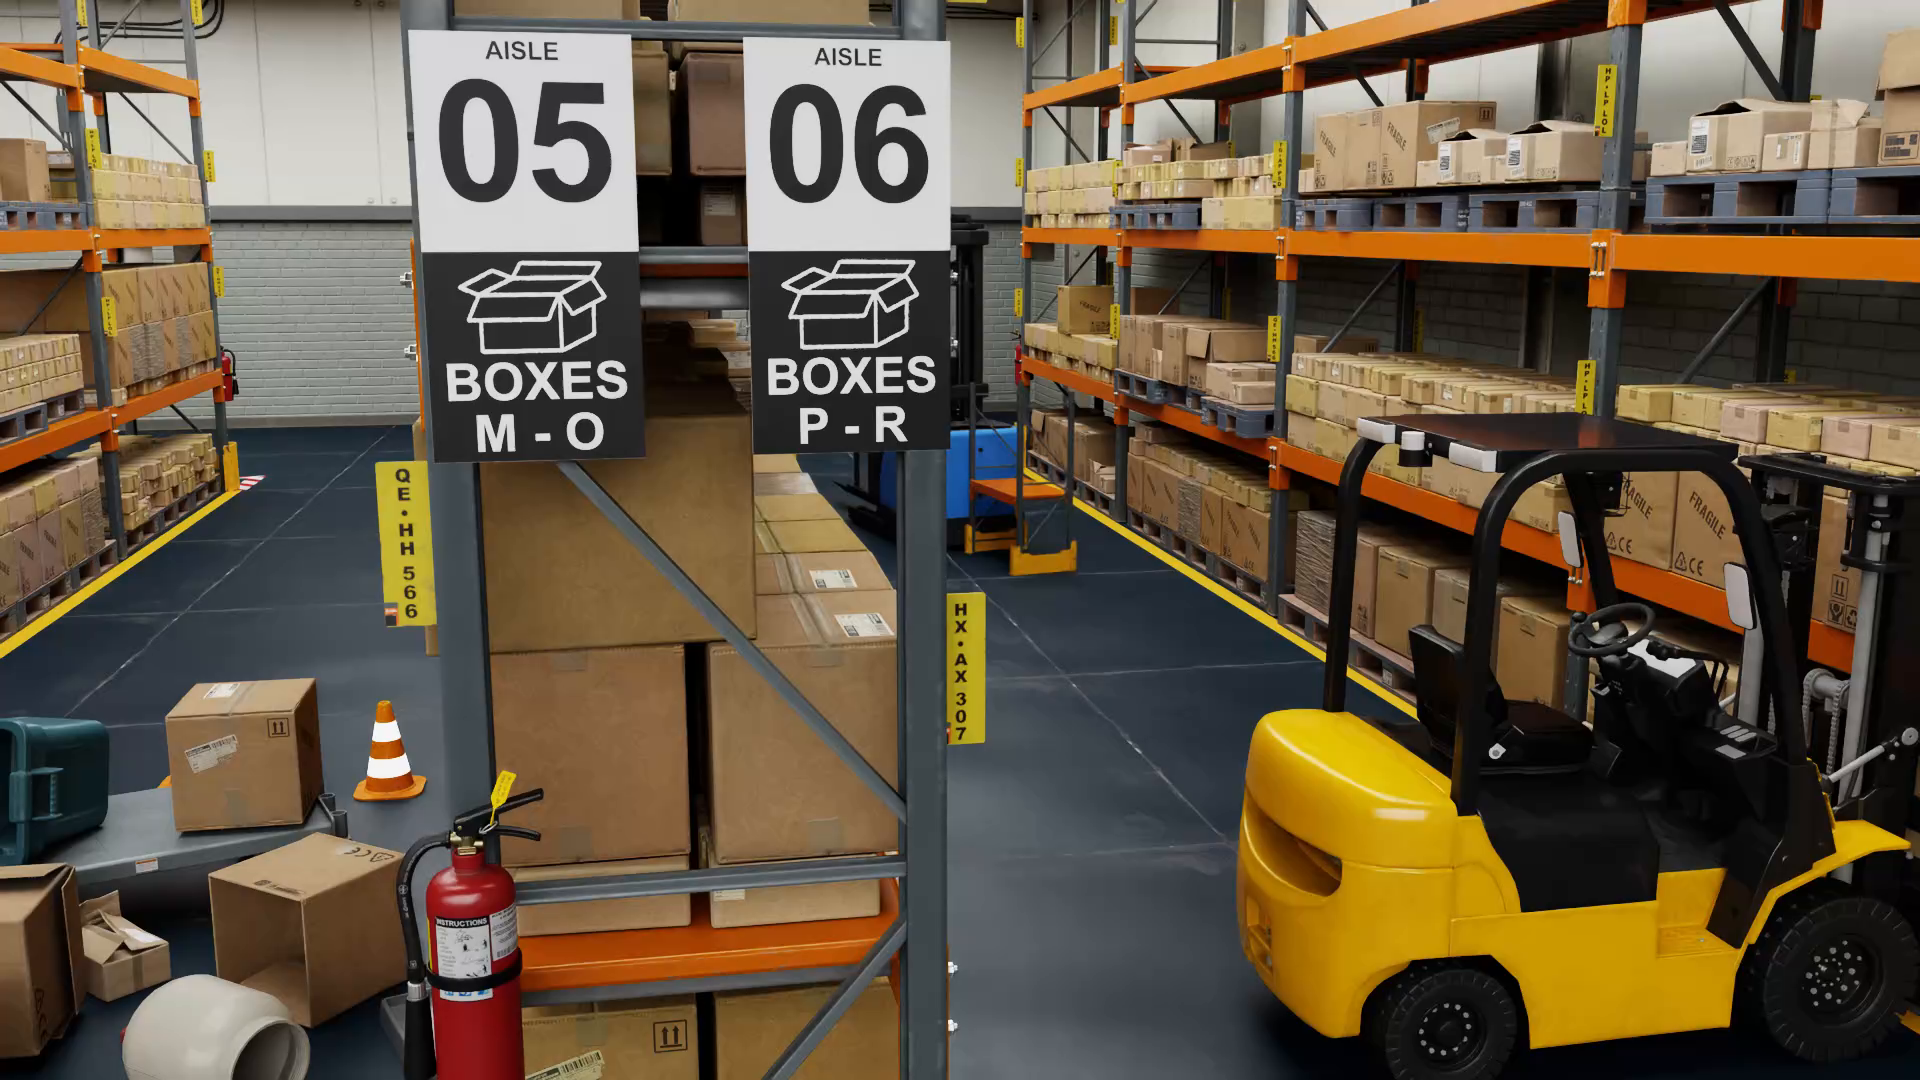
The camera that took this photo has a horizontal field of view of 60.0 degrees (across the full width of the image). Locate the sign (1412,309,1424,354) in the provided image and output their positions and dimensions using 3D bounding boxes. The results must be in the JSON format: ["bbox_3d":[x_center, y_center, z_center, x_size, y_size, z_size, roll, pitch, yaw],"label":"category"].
[{"bbox_3d":[3.328,-1.522,12.127,0.100,0.325,0.005,-2,11,-11],"label":"sign"}]

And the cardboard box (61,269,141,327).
[{"bbox_3d":[-7.663,-2.159,14.833,0.500,0.500,0.500,-2,11,-13],"label":"cardboard box"}]

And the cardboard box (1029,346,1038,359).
[{"bbox_3d":[1.023,-2.206,19.489,0.380,0.149,0.250,-2,11,-11],"label":"cardboard box"}]

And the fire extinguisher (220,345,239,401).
[{"bbox_3d":[-8.073,-1.862,18.213,0.296,0.674,0.183,-2,11,-11],"label":"fire extinguisher"}]

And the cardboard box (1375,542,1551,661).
[{"bbox_3d":[3.158,0.386,10.428,0.875,0.625,0.625,-3,11,-13],"label":"cardboard box"}]

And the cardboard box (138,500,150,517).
[{"bbox_3d":[-7.605,-0.263,15.111,0.380,0.149,0.250,-2,11,-11],"label":"cardboard box"}]

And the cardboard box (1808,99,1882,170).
[{"bbox_3d":[3.553,-1.578,6.467,0.396,0.266,0.258,-2,11,-12],"label":"cardboard box"}]

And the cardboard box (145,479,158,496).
[{"bbox_3d":[-7.755,-0.504,15.580,0.380,0.149,0.250,-2,11,-8],"label":"cardboard box"}]

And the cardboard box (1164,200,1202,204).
[{"bbox_3d":[2.186,-3.315,16.228,0.500,0.250,0.500,-2,11,-12],"label":"cardboard box"}]

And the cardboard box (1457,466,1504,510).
[{"bbox_3d":[3.104,-0.300,9.205,0.500,0.250,0.500,-2,11,-11],"label":"cardboard box"}]

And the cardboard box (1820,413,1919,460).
[{"bbox_3d":[3.661,-0.410,6.584,0.380,0.149,0.250,-2,11,-11],"label":"cardboard box"}]

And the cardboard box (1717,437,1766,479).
[{"bbox_3d":[3.471,-0.356,7.097,0.380,0.149,0.250,-2,11,-10],"label":"cardboard box"}]

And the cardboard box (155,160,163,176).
[{"bbox_3d":[-7.905,-3.575,15.985,0.380,0.149,0.250,-2,11,-10],"label":"cardboard box"}]

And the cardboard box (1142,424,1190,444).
[{"bbox_3d":[1.912,-0.988,15.449,0.380,0.149,0.250,-3,11,-14],"label":"cardboard box"}]

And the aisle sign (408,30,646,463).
[{"bbox_3d":[-0.801,-0.539,3.107,0.394,0.787,0.004,-2,11,-11],"label":"aisle sign"}]

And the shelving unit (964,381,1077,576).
[{"bbox_3d":[0.507,-0.553,14.144,0.587,1.500,1.083,-4,12,-22],"label":"shelving unit"}]

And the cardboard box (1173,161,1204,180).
[{"bbox_3d":[1.991,-3.067,13.803,0.380,0.149,0.250,-2,11,-11],"label":"cardboard box"}]

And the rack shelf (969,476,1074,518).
[{"bbox_3d":[0.510,-0.375,14.169,0.538,0.185,1.000,-4,12,-22],"label":"rack shelf"}]

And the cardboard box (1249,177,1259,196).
[{"bbox_3d":[2.421,-2.682,12.630,0.380,0.149,0.250,-2,11,-10],"label":"cardboard box"}]

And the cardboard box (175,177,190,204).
[{"bbox_3d":[-8.036,-3.496,16.639,0.500,0.250,0.500,-2,11,-13],"label":"cardboard box"}]

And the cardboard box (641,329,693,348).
[{"bbox_3d":[-1.356,-0.521,6.227,0.700,0.500,0.500,-2,11,-11],"label":"cardboard box"}]

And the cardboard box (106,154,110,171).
[{"bbox_3d":[-7.642,-3.285,14.461,0.380,0.149,0.250,-2,11,-12],"label":"cardboard box"}]

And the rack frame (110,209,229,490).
[{"bbox_3d":[-8.476,-2.020,17.840,1.000,3.000,0.127,-2,11,-11],"label":"rack frame"}]

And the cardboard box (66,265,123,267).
[{"bbox_3d":[-8.466,-2.426,16.235,0.500,0.500,0.500,-2,11,-12],"label":"cardboard box"}]

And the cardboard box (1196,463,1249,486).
[{"bbox_3d":[2.209,-0.555,13.971,0.380,0.149,0.250,-3,11,-14],"label":"cardboard box"}]

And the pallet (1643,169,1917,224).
[{"bbox_3d":[3.753,-1.473,7.183,1.003,0.211,1.213,-2,11,-11],"label":"pallet"}]

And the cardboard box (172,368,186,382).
[{"bbox_3d":[-7.966,-1.659,16.617,0.380,0.149,0.250,-3,11,-14],"label":"cardboard box"}]

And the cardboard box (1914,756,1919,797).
[{"bbox_3d":[3.731,0.929,5.901,0.500,0.250,0.500,-2,11,-10],"label":"cardboard box"}]

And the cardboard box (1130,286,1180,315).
[{"bbox_3d":[1.977,-2.390,17.382,0.500,0.500,0.500,-2,11,-13],"label":"cardboard box"}]

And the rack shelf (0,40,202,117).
[{"bbox_3d":[-8.087,-4.245,15.419,1.077,0.370,4.000,-2,11,-11],"label":"rack shelf"}]

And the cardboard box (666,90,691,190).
[{"bbox_3d":[-0.578,-1.118,4.687,0.500,0.250,0.500,-2,11,-9],"label":"cardboard box"}]

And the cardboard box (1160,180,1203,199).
[{"bbox_3d":[1.915,-2.968,14.081,0.380,0.149,0.250,-2,11,-10],"label":"cardboard box"}]

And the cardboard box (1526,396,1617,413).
[{"bbox_3d":[3.209,-0.668,8.734,0.380,0.149,0.250,-2,11,-12],"label":"cardboard box"}]

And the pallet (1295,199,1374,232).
[{"bbox_3d":[3.003,-2.192,11.226,1.213,0.211,1.003,-2,11,-8],"label":"pallet"}]

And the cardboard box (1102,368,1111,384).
[{"bbox_3d":[1.624,-1.639,16.510,0.380,0.149,0.250,-2,11,-9],"label":"cardboard box"}]

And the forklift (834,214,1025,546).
[{"bbox_3d":[-0.437,-1.599,15.815,1.130,2.935,3.031,-4,12,-22],"label":"forklift"}]

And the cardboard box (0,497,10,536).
[{"bbox_3d":[-6.916,-0.128,11.455,0.500,0.250,0.500,-2,11,-12],"label":"cardboard box"}]

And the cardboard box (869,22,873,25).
[{"bbox_3d":[-0.426,-1.241,4.264,0.380,0.149,0.250,-2,11,-11],"label":"cardboard box"}]

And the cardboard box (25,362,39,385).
[{"bbox_3d":[-7.223,-1.258,12.589,0.380,0.149,0.250,-3,11,-14],"label":"cardboard box"}]

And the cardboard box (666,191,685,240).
[{"bbox_3d":[-0.739,-1.034,5.309,0.380,0.149,0.250,-2,11,-12],"label":"cardboard box"}]

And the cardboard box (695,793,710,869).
[{"bbox_3d":[-0.455,0.724,4.096,0.380,0.149,0.250,-2,11,-10],"label":"cardboard box"}]

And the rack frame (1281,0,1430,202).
[{"bbox_3d":[2.784,-3.879,11.565,1.000,3.000,0.127,-2,11,-11],"label":"rack frame"}]

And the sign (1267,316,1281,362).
[{"bbox_3d":[2.253,-1.441,11.912,0.100,0.325,0.005,-2,11,-11],"label":"sign"}]

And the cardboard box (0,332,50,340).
[{"bbox_3d":[-8.069,-1.560,14.360,0.500,0.500,0.500,-2,11,-11],"label":"cardboard box"}]

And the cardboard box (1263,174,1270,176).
[{"bbox_3d":[2.479,-2.779,12.343,0.380,0.149,0.250,-3,11,-13],"label":"cardboard box"}]

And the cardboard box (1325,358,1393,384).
[{"bbox_3d":[2.685,-1.136,11.193,0.380,0.149,0.250,-2,11,-9],"label":"cardboard box"}]

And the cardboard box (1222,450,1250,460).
[{"bbox_3d":[2.549,-0.715,14.812,0.380,0.149,0.250,-2,11,-9],"label":"cardboard box"}]

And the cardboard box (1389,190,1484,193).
[{"bbox_3d":[3.176,-2.464,11.162,0.500,0.250,0.500,-2,11,-11],"label":"cardboard box"}]

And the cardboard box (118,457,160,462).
[{"bbox_3d":[-7.831,-0.696,15.794,0.380,0.149,0.250,-3,11,-13],"label":"cardboard box"}]

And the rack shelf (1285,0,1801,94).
[{"bbox_3d":[3.173,-2.963,9.743,1.077,0.370,4.000,-2,11,-11],"label":"rack shelf"}]

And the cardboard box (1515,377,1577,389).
[{"bbox_3d":[3.508,-0.875,9.820,0.380,0.149,0.250,-2,11,-11],"label":"cardboard box"}]

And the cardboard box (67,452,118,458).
[{"bbox_3d":[-8.432,-0.769,16.177,0.380,0.149,0.250,-2,11,-10],"label":"cardboard box"}]

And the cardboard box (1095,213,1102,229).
[{"bbox_3d":[1.558,-3.166,16.511,0.380,0.149,0.250,-2,11,-9],"label":"cardboard box"}]

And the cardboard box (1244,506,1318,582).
[{"bbox_3d":[2.491,0.020,12.687,0.500,0.500,0.500,-2,11,-9],"label":"cardboard box"}]

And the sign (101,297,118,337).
[{"bbox_3d":[-7.155,-1.876,13.987,0.100,0.325,0.005,-2,11,-11],"label":"sign"}]

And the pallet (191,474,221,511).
[{"bbox_3d":[-8.338,-0.486,17.238,1.003,0.211,1.213,-2,11,-11],"label":"pallet"}]

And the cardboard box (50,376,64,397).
[{"bbox_3d":[-7.329,-1.210,13.134,0.380,0.149,0.250,-2,11,-11],"label":"cardboard box"}]

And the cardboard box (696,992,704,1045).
[{"bbox_3d":[-0.525,1.234,4.969,0.500,0.500,0.500,-3,11,-13],"label":"cardboard box"}]

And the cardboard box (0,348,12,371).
[{"bbox_3d":[-7.122,-1.306,12.049,0.380,0.149,0.250,-2,11,-12],"label":"cardboard box"}]
